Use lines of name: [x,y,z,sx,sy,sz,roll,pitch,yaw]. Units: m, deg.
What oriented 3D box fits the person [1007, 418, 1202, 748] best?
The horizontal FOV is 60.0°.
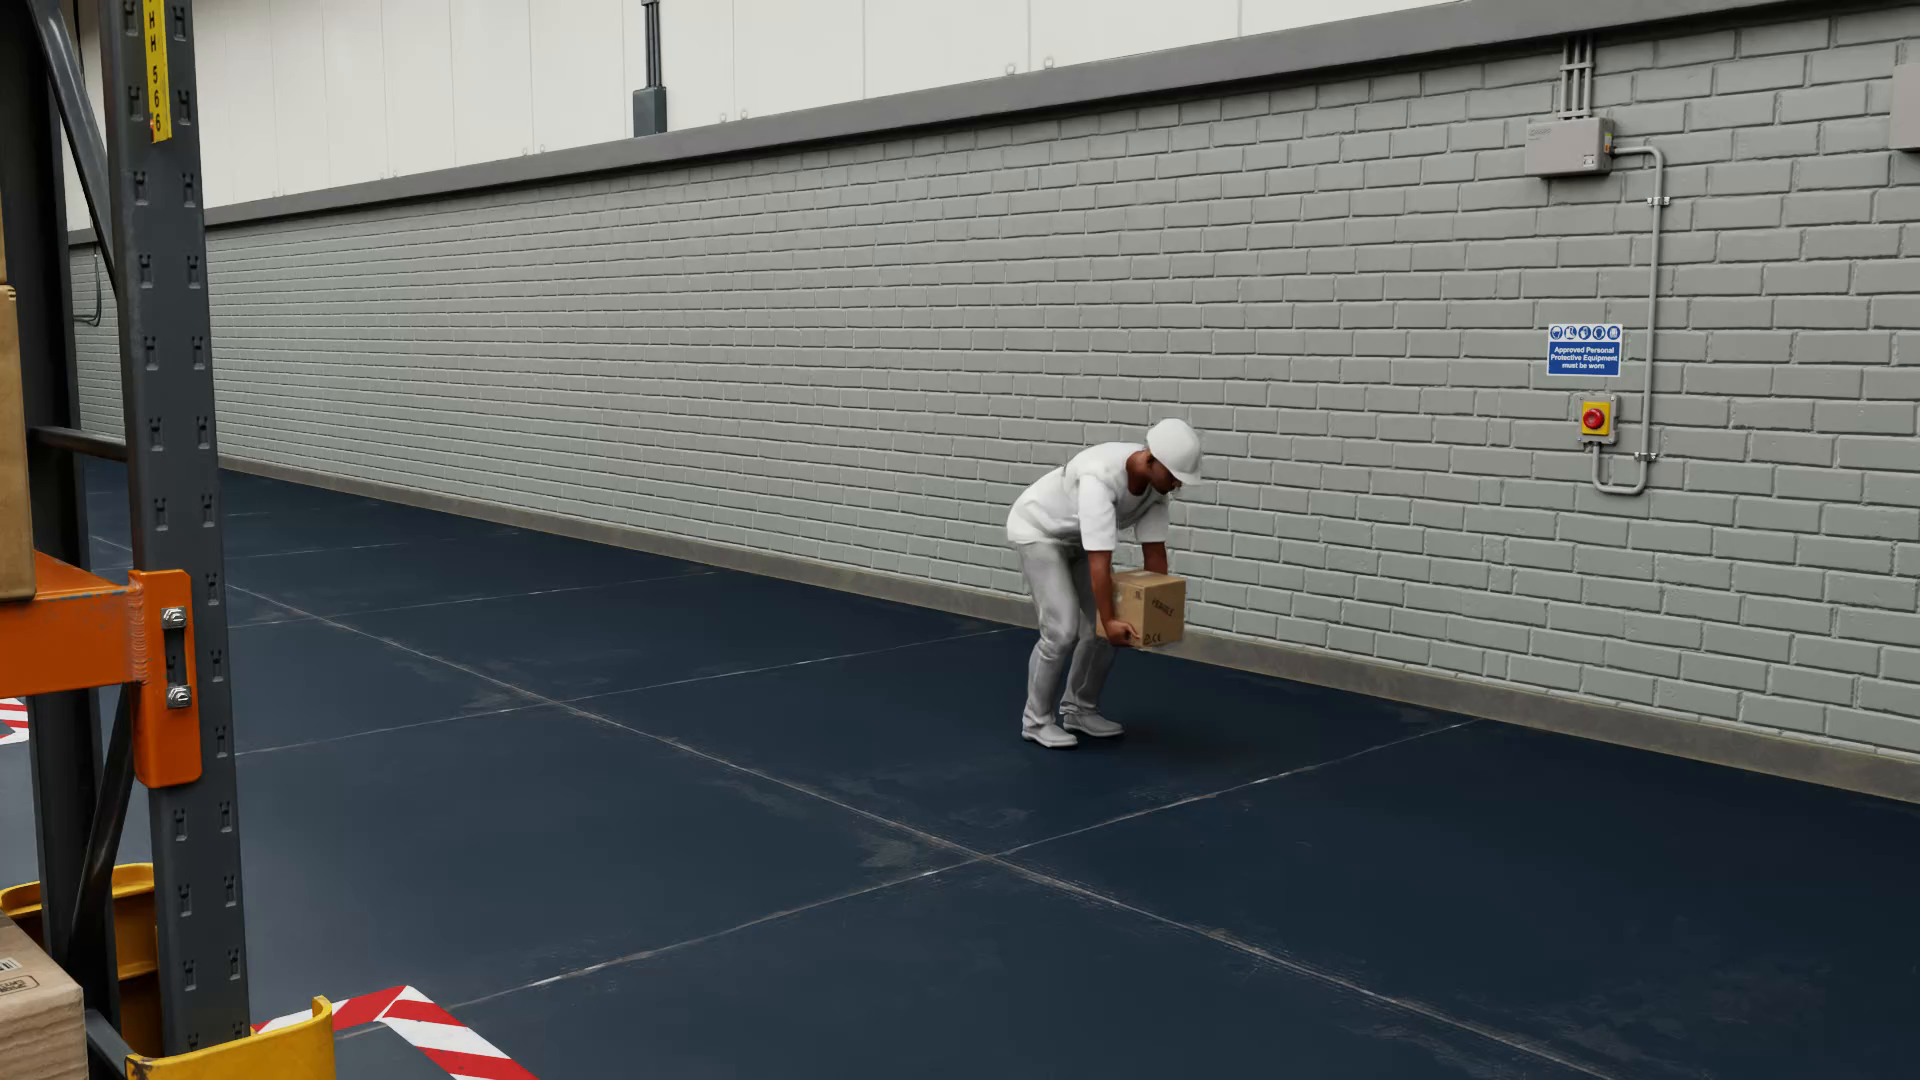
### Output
person: [0.610,0.175,6.845,0.490,1.376,0.898,-7,10,-43]
